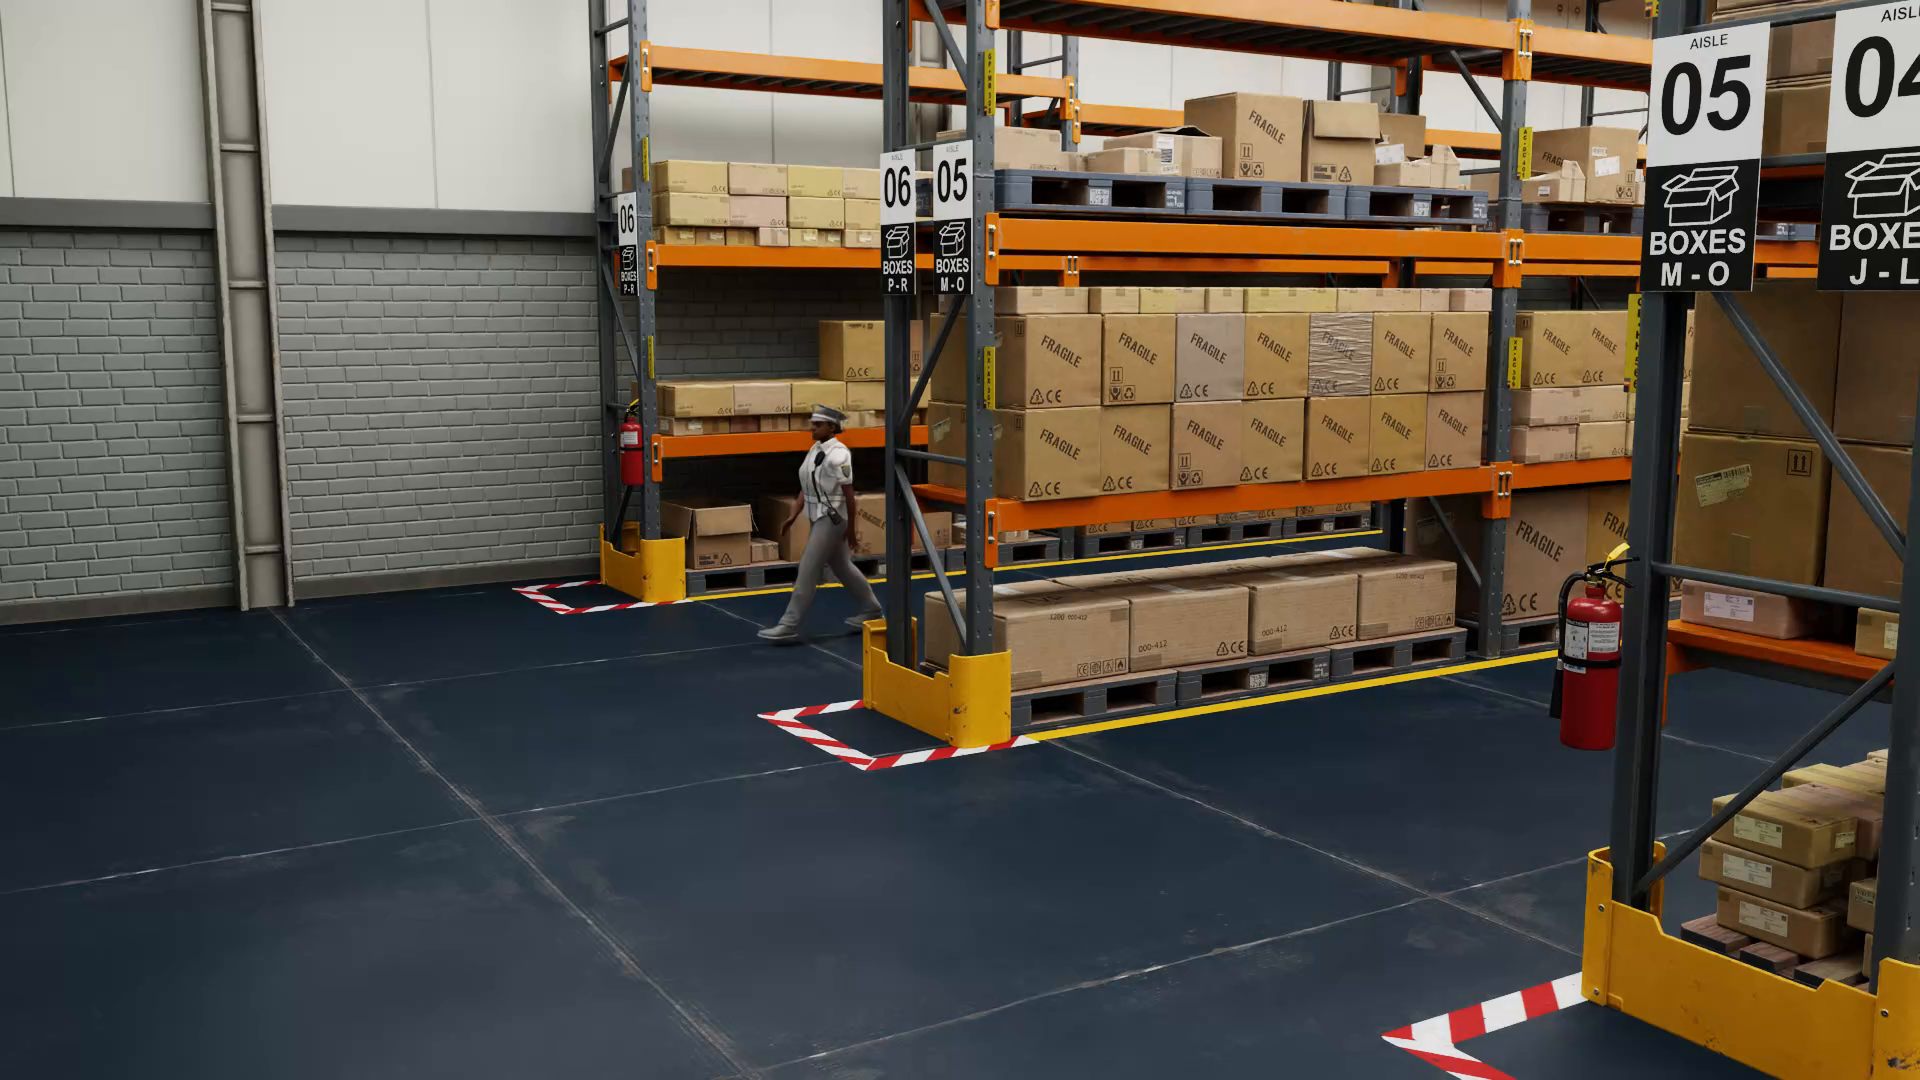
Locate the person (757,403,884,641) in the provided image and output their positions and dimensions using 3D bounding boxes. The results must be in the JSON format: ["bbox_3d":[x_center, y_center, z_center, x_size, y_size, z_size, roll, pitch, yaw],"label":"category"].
[{"bbox_3d":[-0.989,-0.152,11.678,1.019,1.622,0.441,-4,9,-27],"label":"person"}]
